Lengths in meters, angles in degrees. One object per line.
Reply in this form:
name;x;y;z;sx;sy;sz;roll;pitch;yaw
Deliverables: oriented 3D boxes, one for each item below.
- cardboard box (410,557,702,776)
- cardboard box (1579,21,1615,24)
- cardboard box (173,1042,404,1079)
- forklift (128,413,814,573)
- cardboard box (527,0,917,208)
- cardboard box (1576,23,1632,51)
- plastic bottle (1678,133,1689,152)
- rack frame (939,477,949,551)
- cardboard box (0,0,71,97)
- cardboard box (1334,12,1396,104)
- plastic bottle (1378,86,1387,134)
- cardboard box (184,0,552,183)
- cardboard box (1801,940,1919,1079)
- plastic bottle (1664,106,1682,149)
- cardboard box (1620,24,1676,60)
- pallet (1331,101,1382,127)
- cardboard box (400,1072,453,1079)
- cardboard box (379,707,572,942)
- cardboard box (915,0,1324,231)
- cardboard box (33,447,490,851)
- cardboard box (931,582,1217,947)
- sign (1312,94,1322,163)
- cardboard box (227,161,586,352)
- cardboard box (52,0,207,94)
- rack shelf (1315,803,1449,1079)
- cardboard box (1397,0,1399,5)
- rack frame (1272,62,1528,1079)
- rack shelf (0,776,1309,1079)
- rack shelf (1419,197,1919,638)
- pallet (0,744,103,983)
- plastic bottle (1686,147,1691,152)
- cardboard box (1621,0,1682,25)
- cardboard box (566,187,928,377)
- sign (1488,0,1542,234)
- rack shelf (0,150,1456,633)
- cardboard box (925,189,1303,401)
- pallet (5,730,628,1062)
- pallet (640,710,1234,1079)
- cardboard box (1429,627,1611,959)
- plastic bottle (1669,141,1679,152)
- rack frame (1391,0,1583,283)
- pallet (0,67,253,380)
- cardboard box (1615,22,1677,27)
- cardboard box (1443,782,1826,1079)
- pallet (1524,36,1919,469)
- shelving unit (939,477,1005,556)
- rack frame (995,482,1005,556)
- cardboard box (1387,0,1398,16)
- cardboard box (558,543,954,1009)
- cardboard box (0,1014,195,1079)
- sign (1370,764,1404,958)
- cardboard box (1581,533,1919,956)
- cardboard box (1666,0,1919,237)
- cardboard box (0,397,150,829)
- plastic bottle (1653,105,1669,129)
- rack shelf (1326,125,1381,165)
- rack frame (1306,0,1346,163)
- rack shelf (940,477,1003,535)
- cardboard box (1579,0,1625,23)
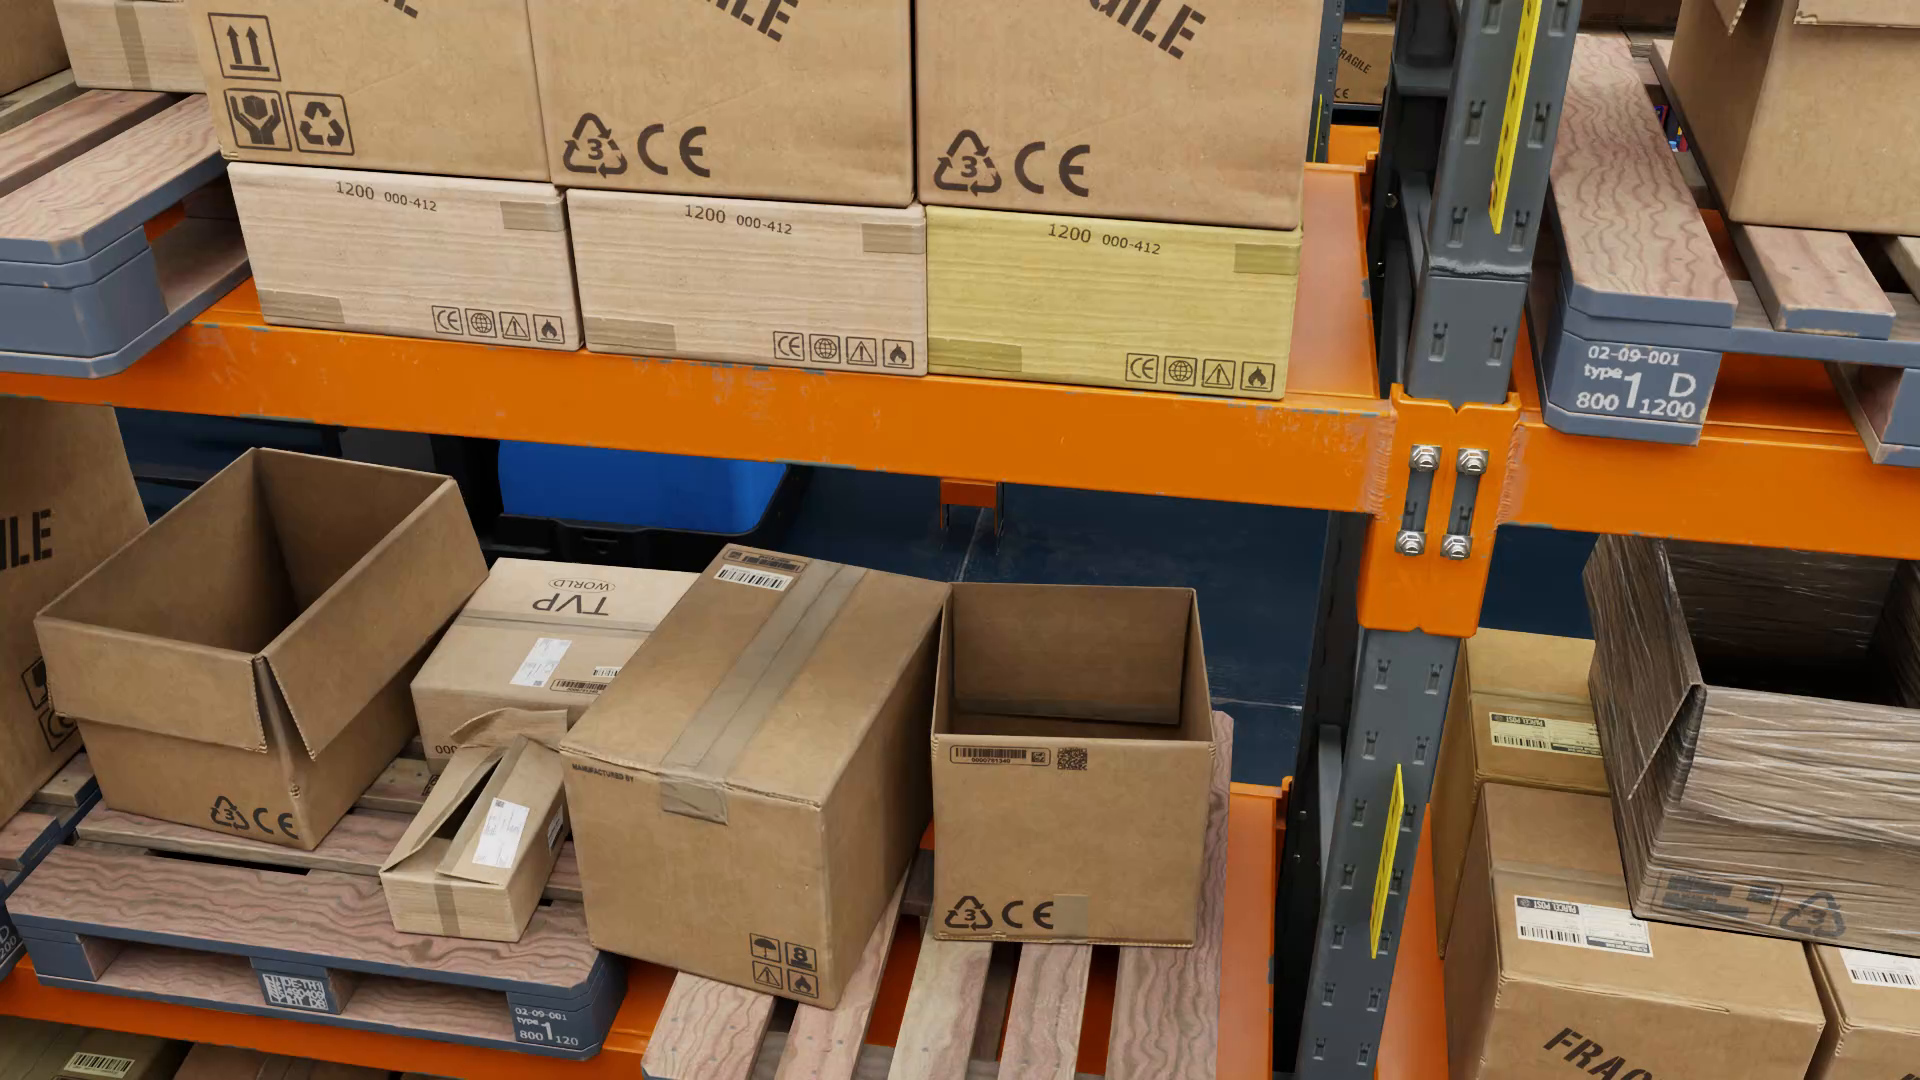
cardboard box;-0.865;0.292;3.702;0.500;0.250;0.500;4;32;7
cardboard box;4.408;-3.580;12.084;0.500;0.500;0.500;4;32;6
cardboard box;-1.575;1.361;4.190;0.500;0.500;0.700;3;32;4
forklift;-2.234;-1.396;6.718;3.031;2.935;1.130;5;32;8
cardboard box;-0.271;-0.801;2.310;0.500;0.500;0.500;5;32;8
cardboard box;4.345;-3.306;11.646;0.500;0.500;0.500;4;32;7
plastic bottle;3.337;-1.858;7.501;0.133;0.283;0.061;5;32;8
rack frame;-0.068;-0.451;6.981;0.008;1.050;0.200;5;32;8
cardboard box;-1.819;-0.996;2.694;0.637;0.503;0.797;6;33;10
cardboard box;2.819;-3.441;11.862;0.500;0.500;0.500;7;33;10
plastic bottle;2.052;-2.052;7.810;0.133;0.283;0.061;5;32;8
cardboard box;-0.757;-0.853;2.394;0.500;0.500;0.500;6;32;9
cardboard box;1.690;0.865;2.947;0.500;0.500;0.500;4;32;7
plastic bottle;3.329;-1.942;7.572;0.185;0.351;0.144;5;32;8
cardboard box;4.847;-3.262;11.575;0.500;0.500;0.500;6;32;9
pallet;3.148;-3.236;12.221;1.213;0.211;1.003;5;32;8
cardboard box;-1.025;1.410;4.111;0.500;0.500;0.700;8;33;12
cardboard box;-0.941;0.548;3.279;0.258;0.266;0.396;4;32;7
cardboard box;0.236;-0.761;2.246;0.500;0.500;0.500;6;33;9
cardboard box;-1.470;0.204;3.604;0.637;0.503;0.797;8;33;13
cardboard box;0.209;0.429;3.248;0.500;0.500;0.500;1;32;2
sign;1.496;-1.695;6.977;0.005;0.325;0.100;5;32;8
cardboard box;-0.748;-0.529;2.582;0.500;0.250;0.500;6;33;10
cardboard box;-1.330;-0.916;2.883;0.250;0.166;0.380;4;32;7
rack shelf;2.720;1.160;3.248;4.000;0.370;1.077;5;32;8
cardboard box;3.436;-3.986;12.025;0.500;0.250;0.500;6;33;10
rack frame;0.748;0.676;3.342;0.127;3.000;1.000;5;32;8
rack shelf;-1.223;0.803;3.818;4.000;0.370;1.077;5;32;8
rack shelf;2.720;-0.112;2.452;4.000;0.370;1.077;5;32;8
pallet;-2.466;0.545;3.733;1.213;0.211;1.003;5;32;8
plastic bottle;3.085;-1.530;6.977;0.133;0.283;0.061;5;32;8
cardboard box;4.940;-3.852;11.811;0.500;0.250;0.500;5;32;8
cardboard box;-0.253;-0.483;2.508;0.500;0.250;0.500;5;32;8
sign;0.655;-0.531;1.956;0.005;0.325;0.100;5;32;8
rack shelf;-1.223;-0.469;3.022;4.000;0.370;1.077;5;32;8
cardboard box;0.238;-0.446;2.449;0.500;0.250;0.500;5;32;8
pallet;-1.210;0.602;3.641;1.213;0.211;1.003;5;32;8
pallet;0.028;0.750;3.406;1.003;0.211;1.213;5;32;8
cardboard box;1.276;0.549;3.452;0.500;0.500;0.500;6;33;10
plastic bottle;2.974;-1.545;7.012;0.097;0.271;0.097;0;32;0
rack frame;0.748;-1.866;1.750;0.127;3.000;1.000;5;32;8
pallet;-1.581;-0.671;2.844;1.003;0.211;1.213;5;32;8
cardboard box;4.907;-3.535;12.012;0.500;0.500;0.500;6;32;9
cardboard box;1.182;0.820;3.019;0.500;0.500;0.500;6;33;10
pallet;1.392;-0.485;2.549;1.003;0.211;1.213;7;33;10
shelving unit;0.053;-0.440;6.964;0.252;1.050;0.215;5;32;8
rack frame;0.173;-0.429;6.946;0.008;1.050;0.200;5;32;8
cardboard box;3.380;-3.670;12.228;0.500;0.500;0.500;6;33;10
cardboard box;-0.358;0.431;3.244;0.500;0.500;0.700;10;33;15
cardboard box;-2.126;1.311;4.270;0.500;0.500;0.700;5;32;8
sign;0.666;0.504;2.601;0.005;0.325;0.100;5;32;8
cardboard box;1.466;0.283;2.932;0.637;0.503;0.797;6;33;10
cardboard box;1.362;-0.800;2.381;0.637;0.503;0.797;7;33;11
cardboard box;-2.435;0.031;3.412;1.000;1.000;1.000;5;32;9
plastic bottle;3.179;-1.949;7.647;0.133;0.283;0.061;5;32;8
rack shelf;3.553;-1.430;7.386;4.000;0.370;1.077;5;32;8
rack frame;1.582;-1.914;7.481;0.127;3.000;1.000;5;32;8
rack shelf;0.053;-0.196;7.117;0.240;0.259;0.215;5;32;8
cardboard box;4.445;-3.896;11.882;0.500;0.250;0.500;5;32;7
